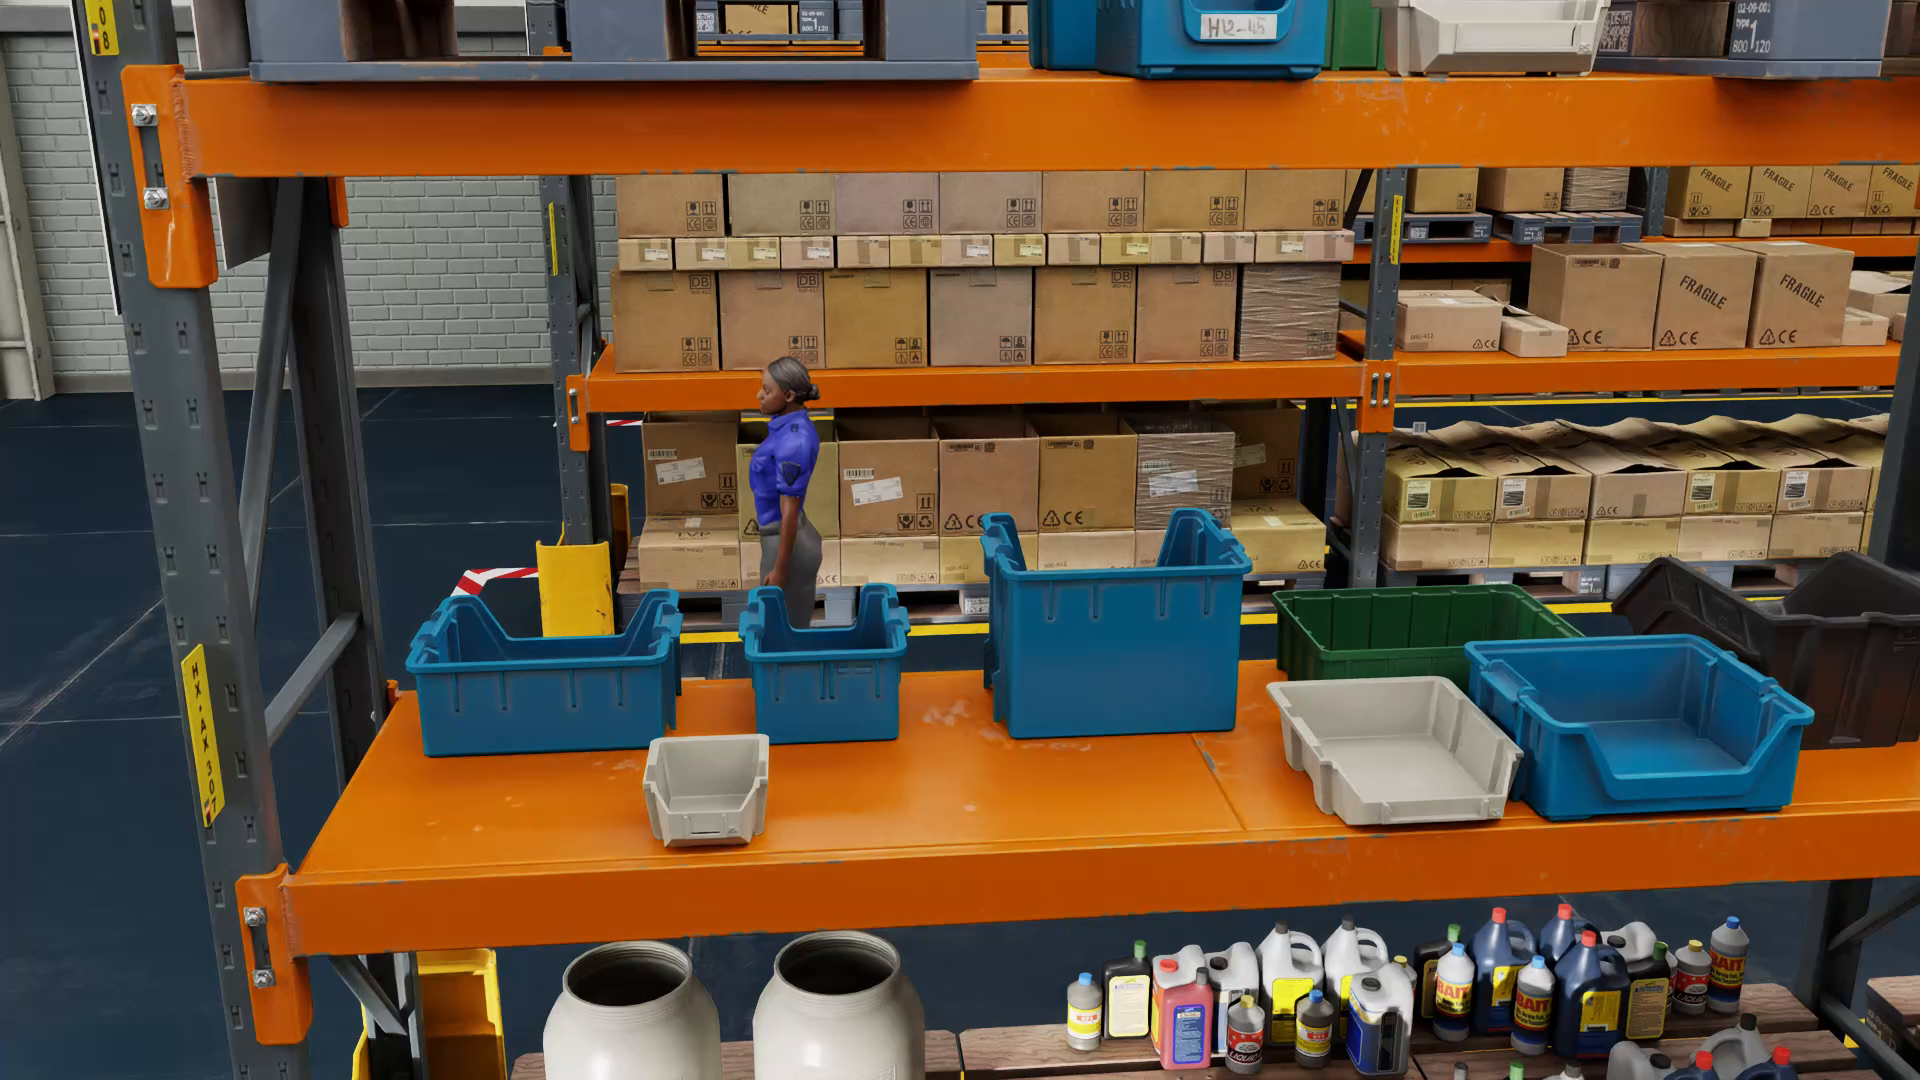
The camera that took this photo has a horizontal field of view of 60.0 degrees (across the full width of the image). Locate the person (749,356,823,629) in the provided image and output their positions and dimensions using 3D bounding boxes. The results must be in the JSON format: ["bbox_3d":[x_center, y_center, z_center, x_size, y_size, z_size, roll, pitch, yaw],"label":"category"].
[{"bbox_3d":[-0.707,0.064,6.843,0.304,1.658,0.436,-1,17,-4],"label":"person"}]
